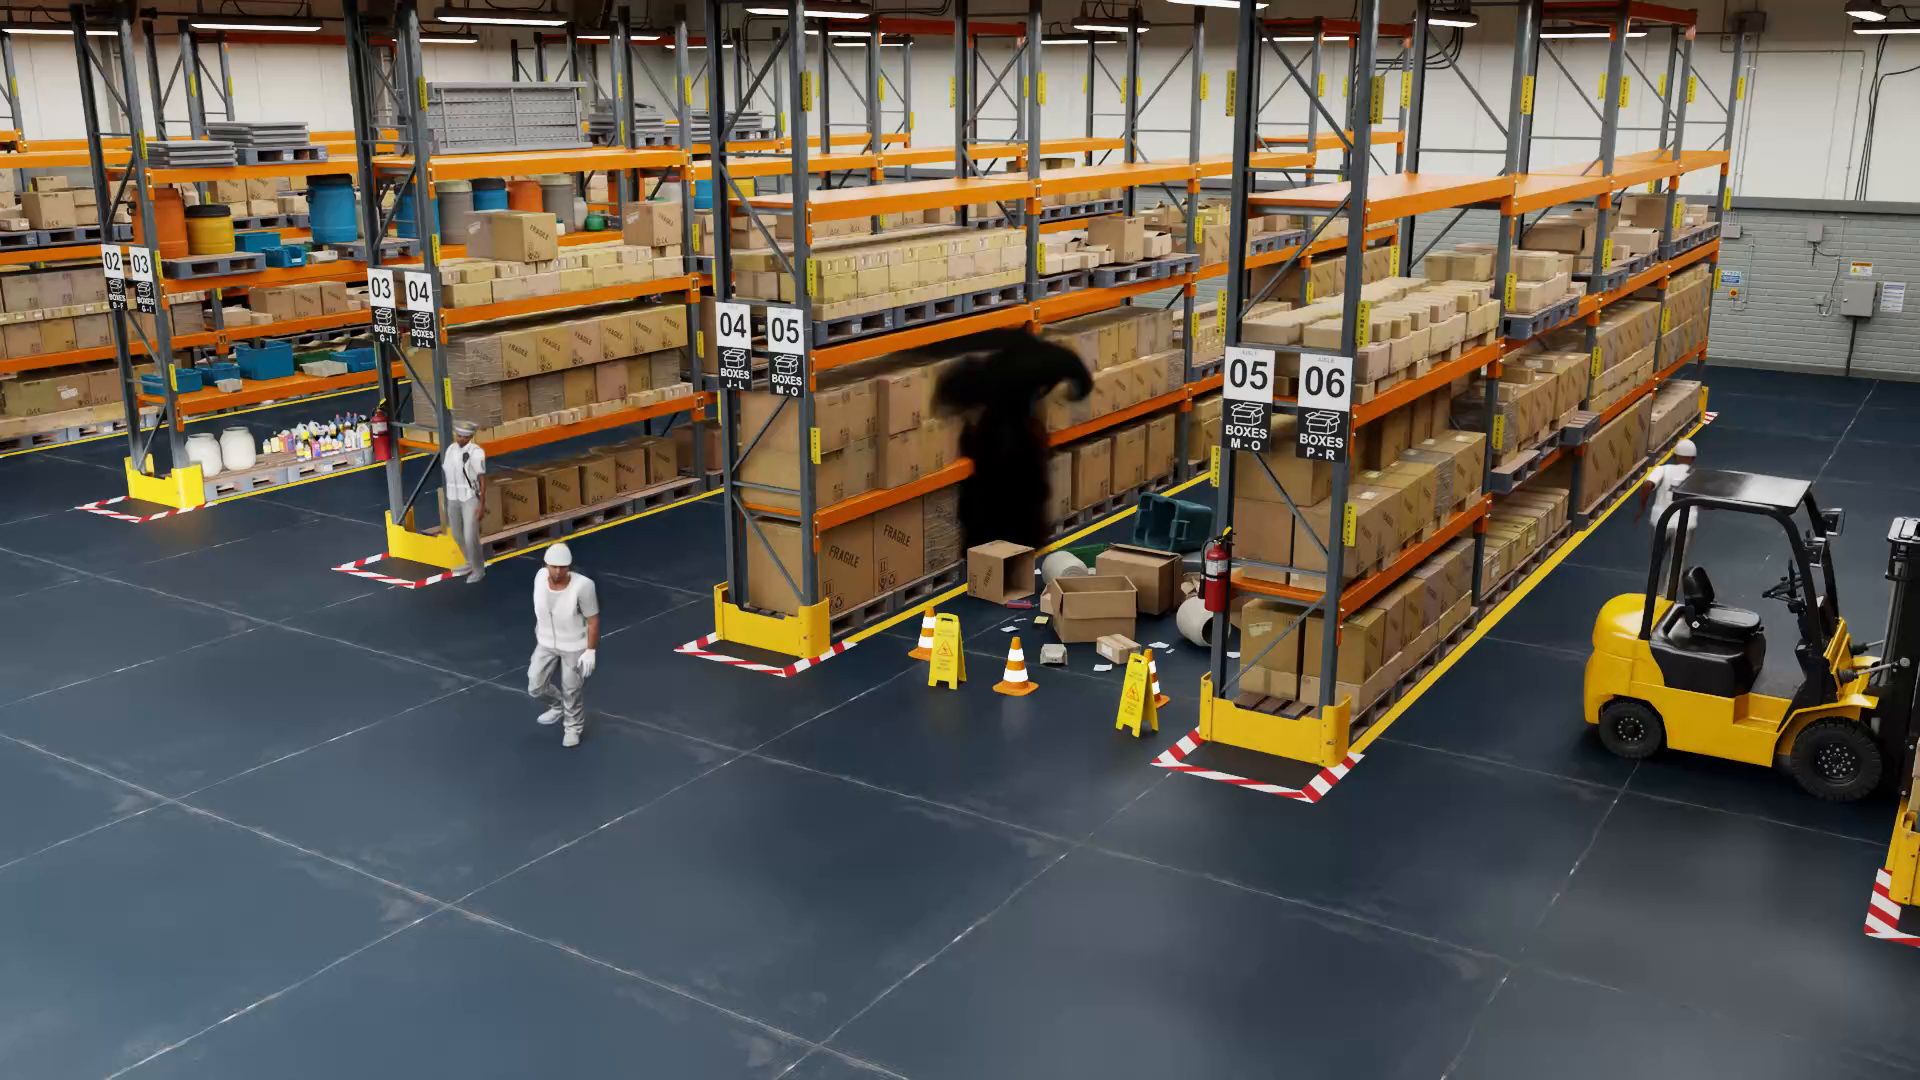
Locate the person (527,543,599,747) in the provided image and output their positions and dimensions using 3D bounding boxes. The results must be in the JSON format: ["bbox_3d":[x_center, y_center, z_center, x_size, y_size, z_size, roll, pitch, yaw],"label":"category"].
[{"bbox_3d":[-3.121,0.815,13.077,0.711,1.729,0.620,4,16,14],"label":"person"}]

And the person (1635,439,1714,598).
[{"bbox_3d":[7.008,-0.101,16.341,0.716,1.754,0.975,8,17,26],"label":"person"}]

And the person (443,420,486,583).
[{"bbox_3d":[-4.942,-0.413,16.622,0.545,1.635,0.496,6,17,21],"label":"person"}]
